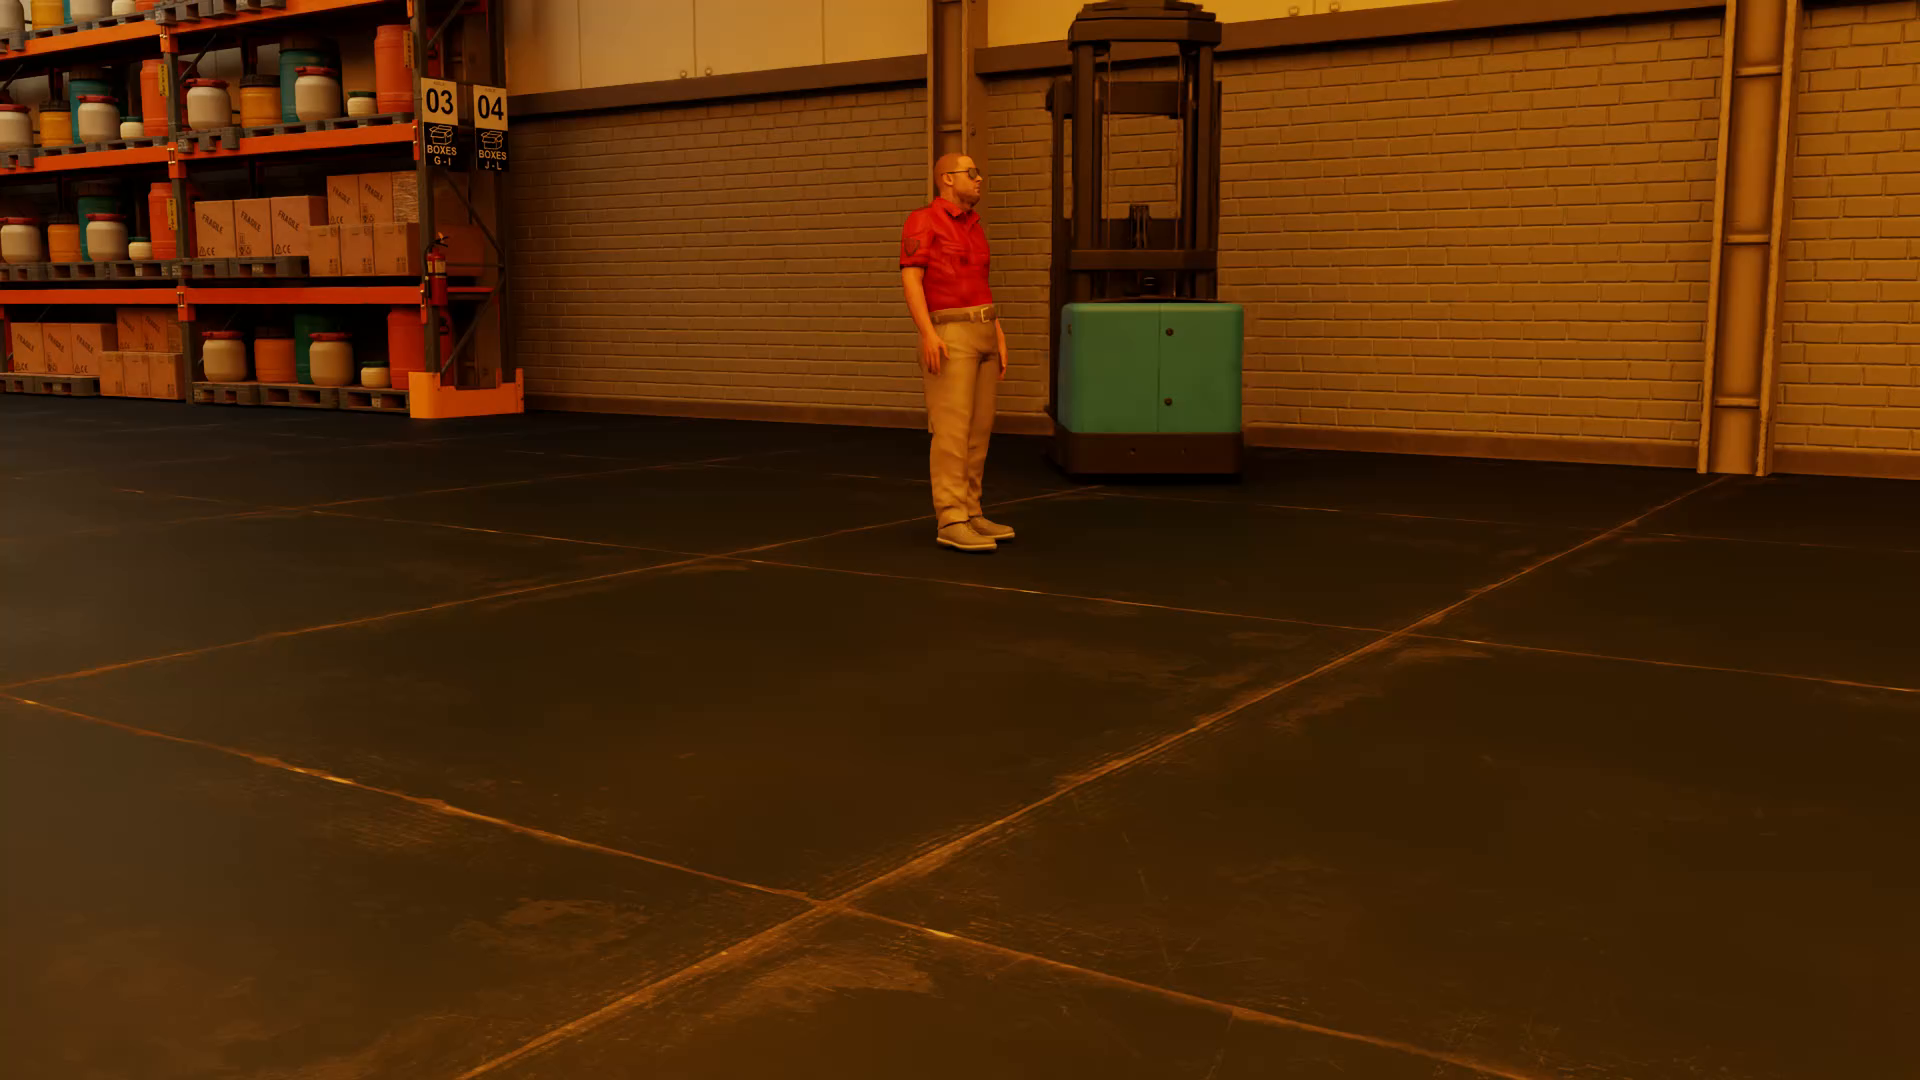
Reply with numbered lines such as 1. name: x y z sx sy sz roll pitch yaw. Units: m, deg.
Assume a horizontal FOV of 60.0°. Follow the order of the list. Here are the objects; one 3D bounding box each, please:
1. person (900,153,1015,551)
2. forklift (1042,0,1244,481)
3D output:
1. person: 0.068 -0.854 7.421 0.551 1.727 0.640 5 10 34
2. forklift: 1.142 -1.985 11.154 1.130 2.935 3.031 0 8 -1
